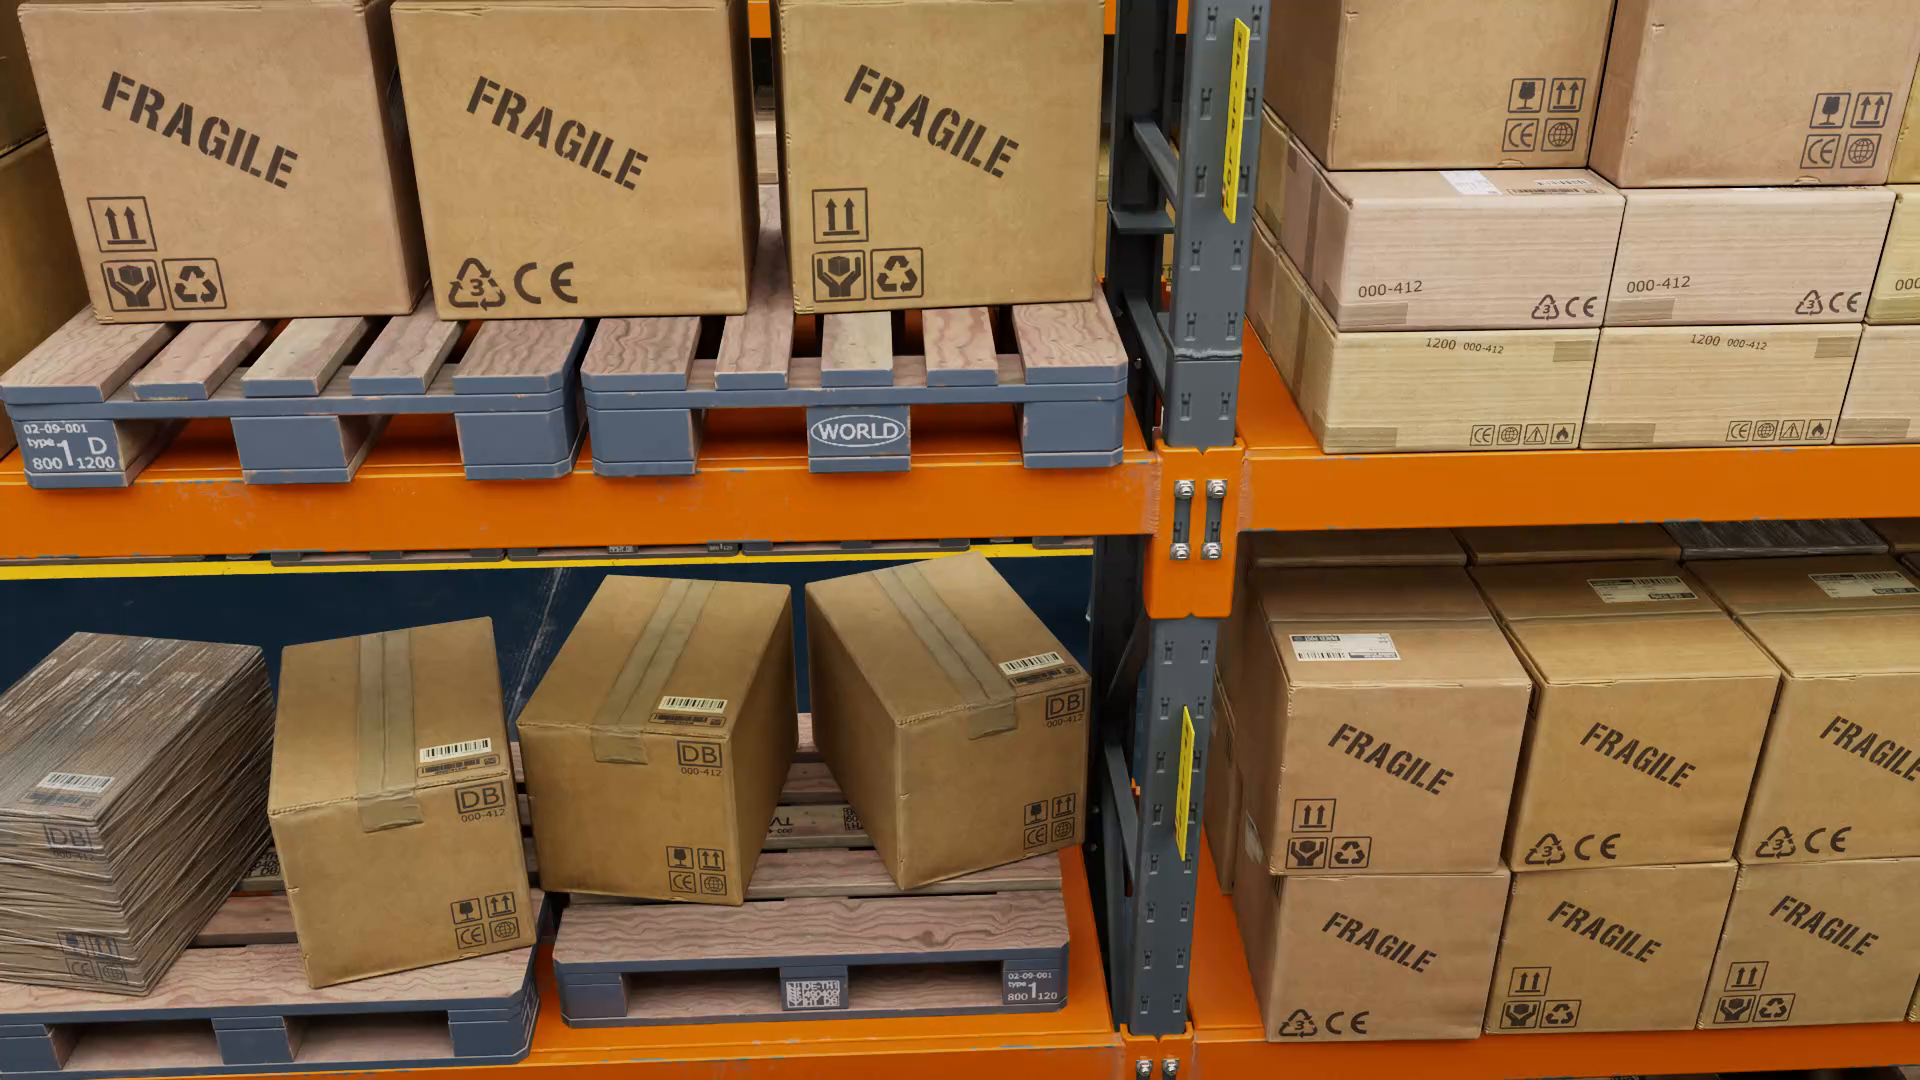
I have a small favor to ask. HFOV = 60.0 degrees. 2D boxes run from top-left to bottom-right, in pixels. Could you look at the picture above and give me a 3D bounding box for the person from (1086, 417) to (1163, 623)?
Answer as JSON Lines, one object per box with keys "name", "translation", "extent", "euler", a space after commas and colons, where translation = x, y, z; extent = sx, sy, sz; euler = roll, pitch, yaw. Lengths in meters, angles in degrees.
{"name": "person", "translation": [0.824, -0.294, 7.660], "extent": [0.526, 1.690, 0.416], "euler": [-2, 28, -3]}
